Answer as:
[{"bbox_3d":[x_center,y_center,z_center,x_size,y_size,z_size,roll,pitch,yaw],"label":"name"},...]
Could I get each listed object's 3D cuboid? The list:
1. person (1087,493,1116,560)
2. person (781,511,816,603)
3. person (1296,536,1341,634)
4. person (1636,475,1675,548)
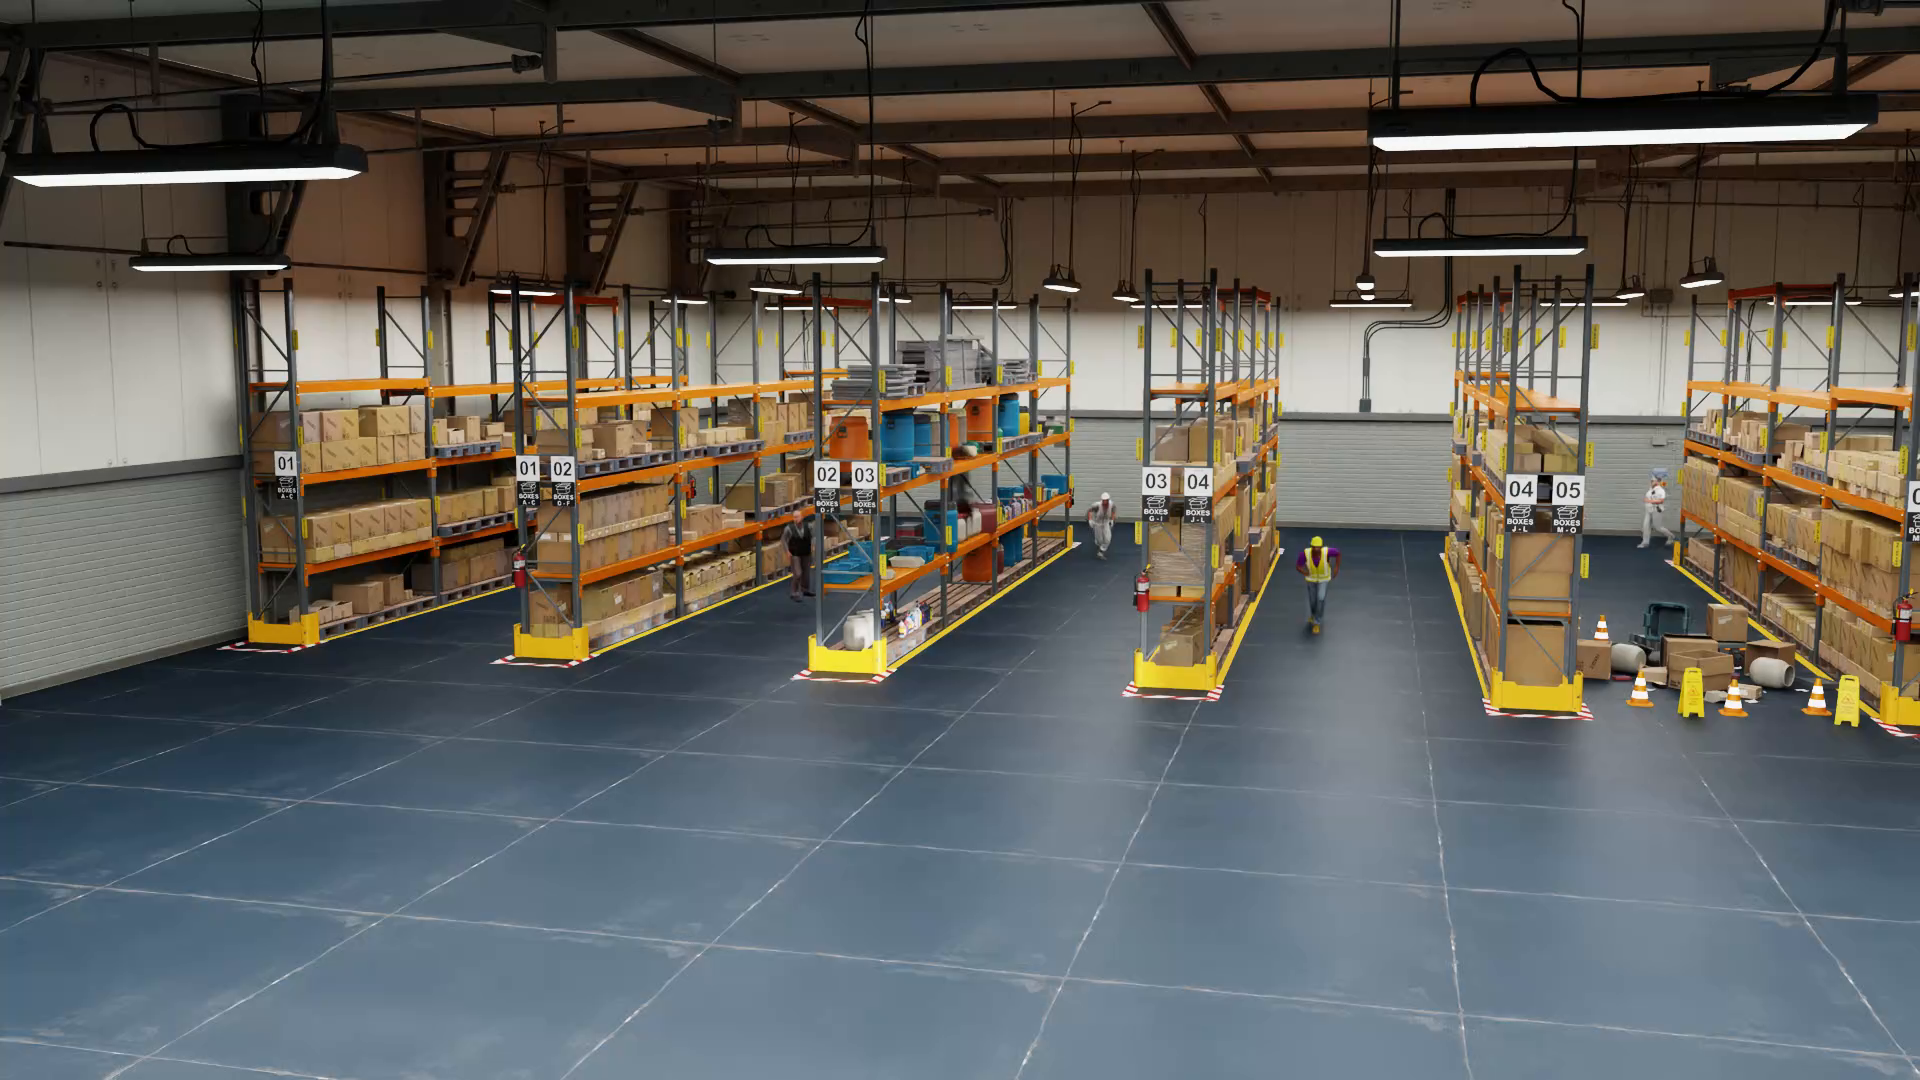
[{"bbox_3d":[3.222,-0.325,38.034,0.674,1.575,0.990,-1,7,-10],"label":"person"},{"bbox_3d":[-2.875,0.293,30.265,0.688,1.671,0.807,-4,8,-31],"label":"person"},{"bbox_3d":[6.188,0.757,28.776,0.753,1.715,1.040,1,7,12],"label":"person"},{"bbox_3d":[16.756,-0.688,40.038,0.912,1.759,0.667,-1,7,-8],"label":"person"}]
